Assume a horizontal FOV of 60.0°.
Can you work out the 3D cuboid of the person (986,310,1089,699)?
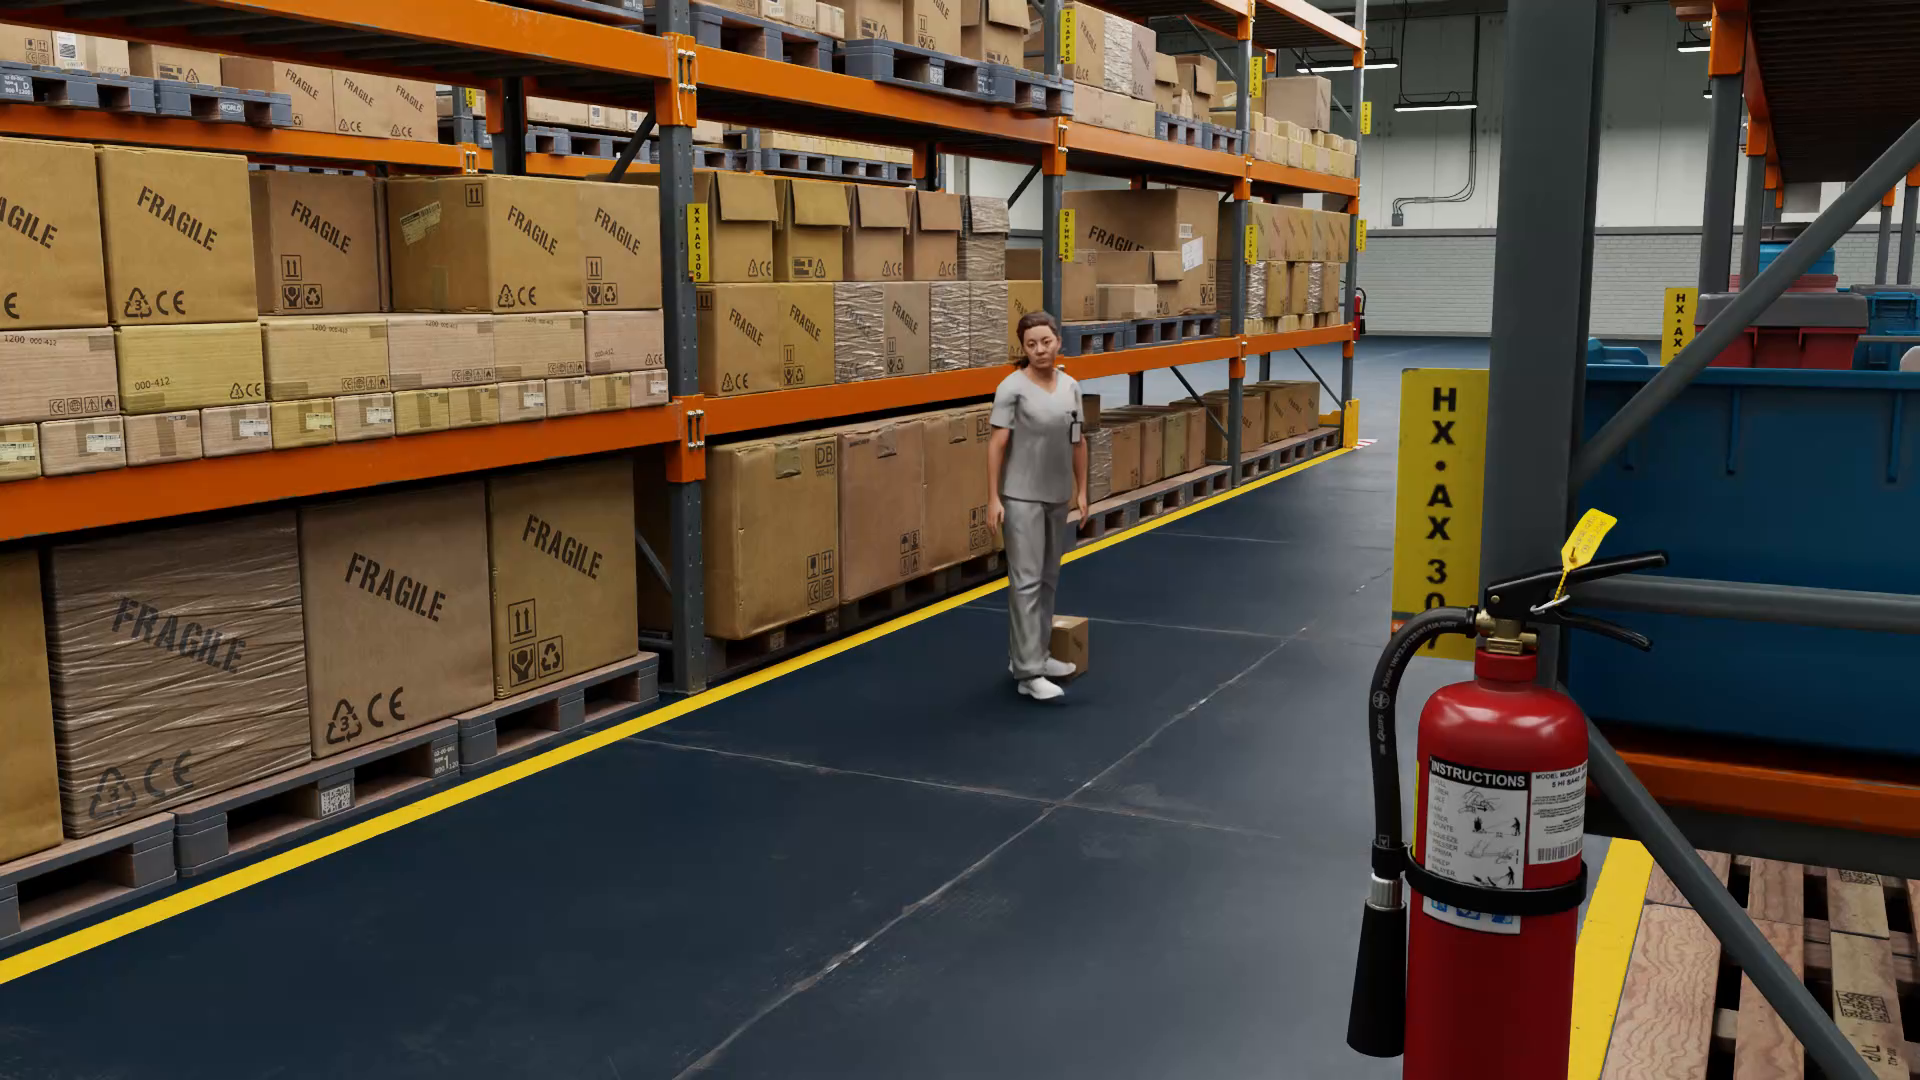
[{"bbox_3d":[0.353,-0.167,7.282,0.543,1.666,0.593,-7,11,-37],"label":"person"}]
